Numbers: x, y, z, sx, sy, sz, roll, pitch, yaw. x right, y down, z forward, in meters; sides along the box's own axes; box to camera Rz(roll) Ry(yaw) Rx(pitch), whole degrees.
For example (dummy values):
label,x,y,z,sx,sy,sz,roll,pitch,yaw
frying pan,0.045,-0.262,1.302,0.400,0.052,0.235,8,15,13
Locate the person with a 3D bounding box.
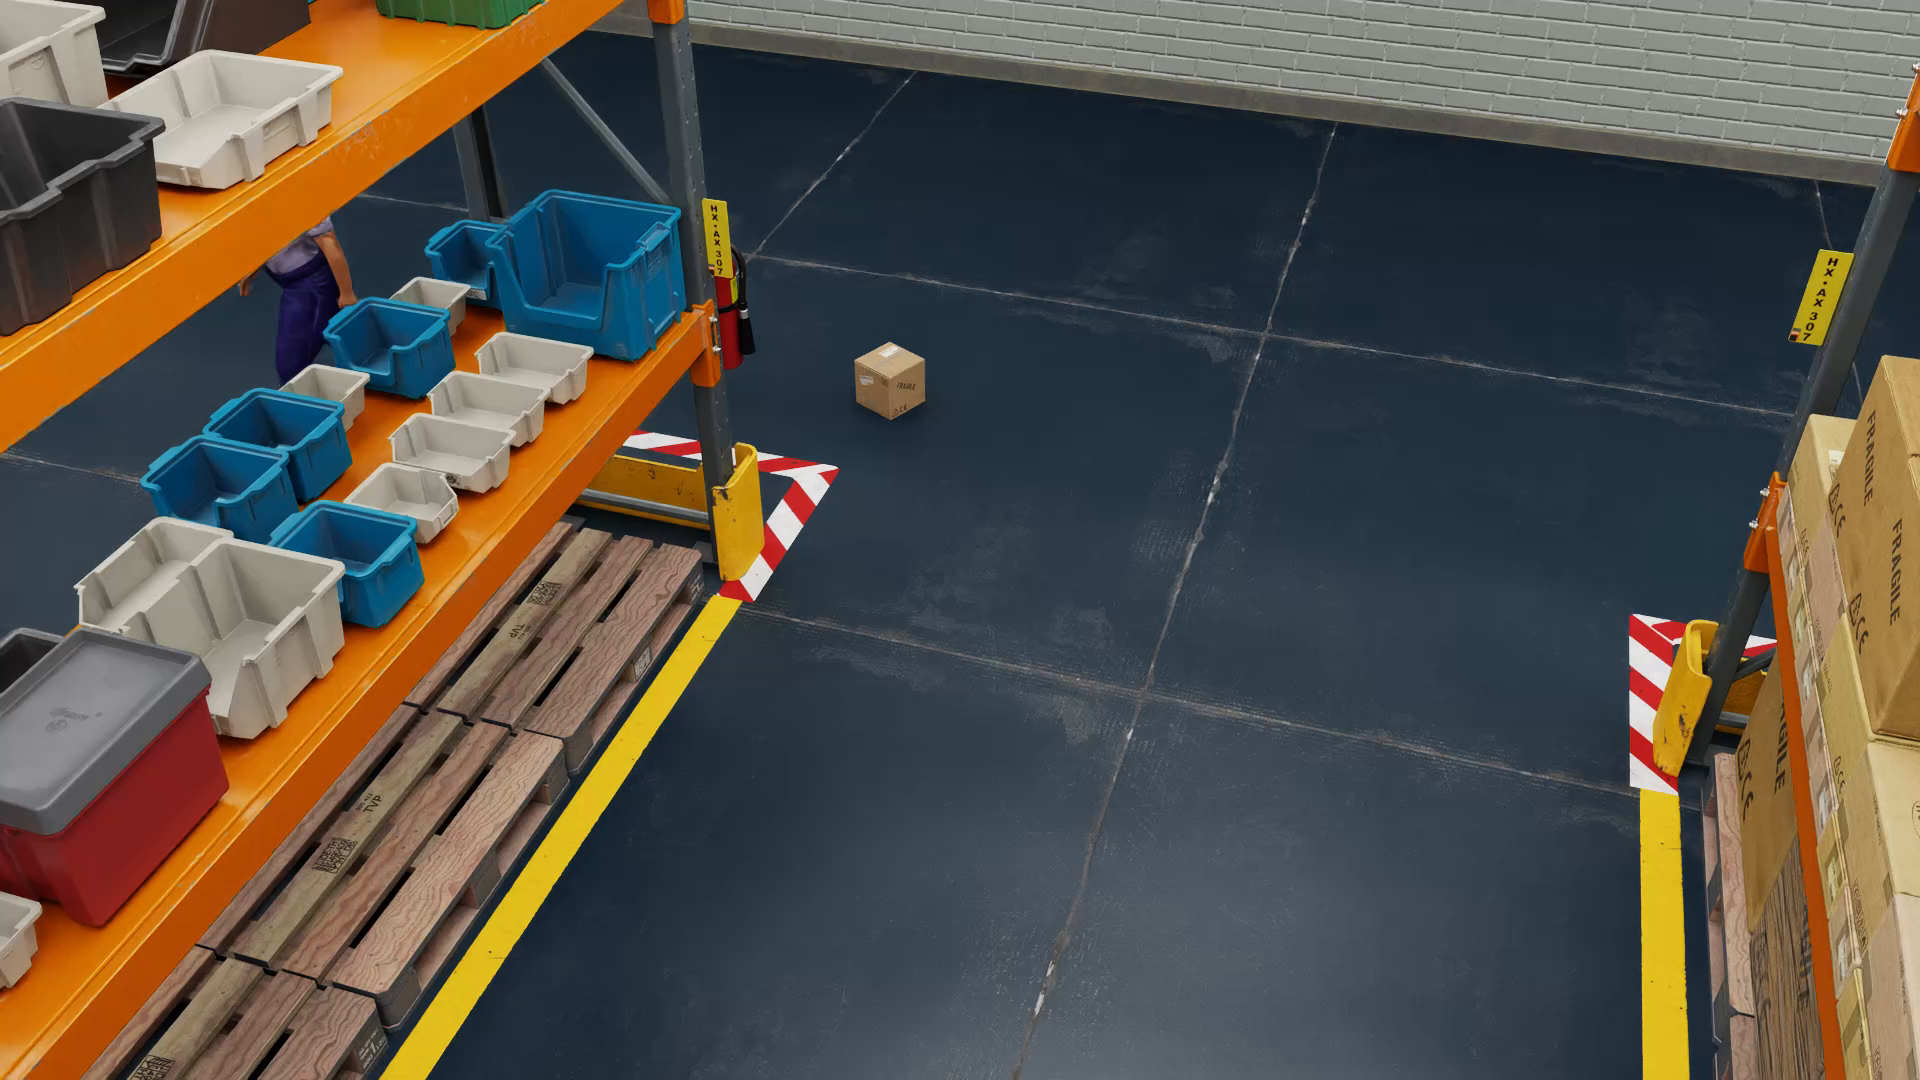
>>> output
label,x,y,z,sx,sy,sz,roll,pitch,yaw
person,-3.065,-1.161,7.715,0.756,1.686,0.534,-24,43,-28
